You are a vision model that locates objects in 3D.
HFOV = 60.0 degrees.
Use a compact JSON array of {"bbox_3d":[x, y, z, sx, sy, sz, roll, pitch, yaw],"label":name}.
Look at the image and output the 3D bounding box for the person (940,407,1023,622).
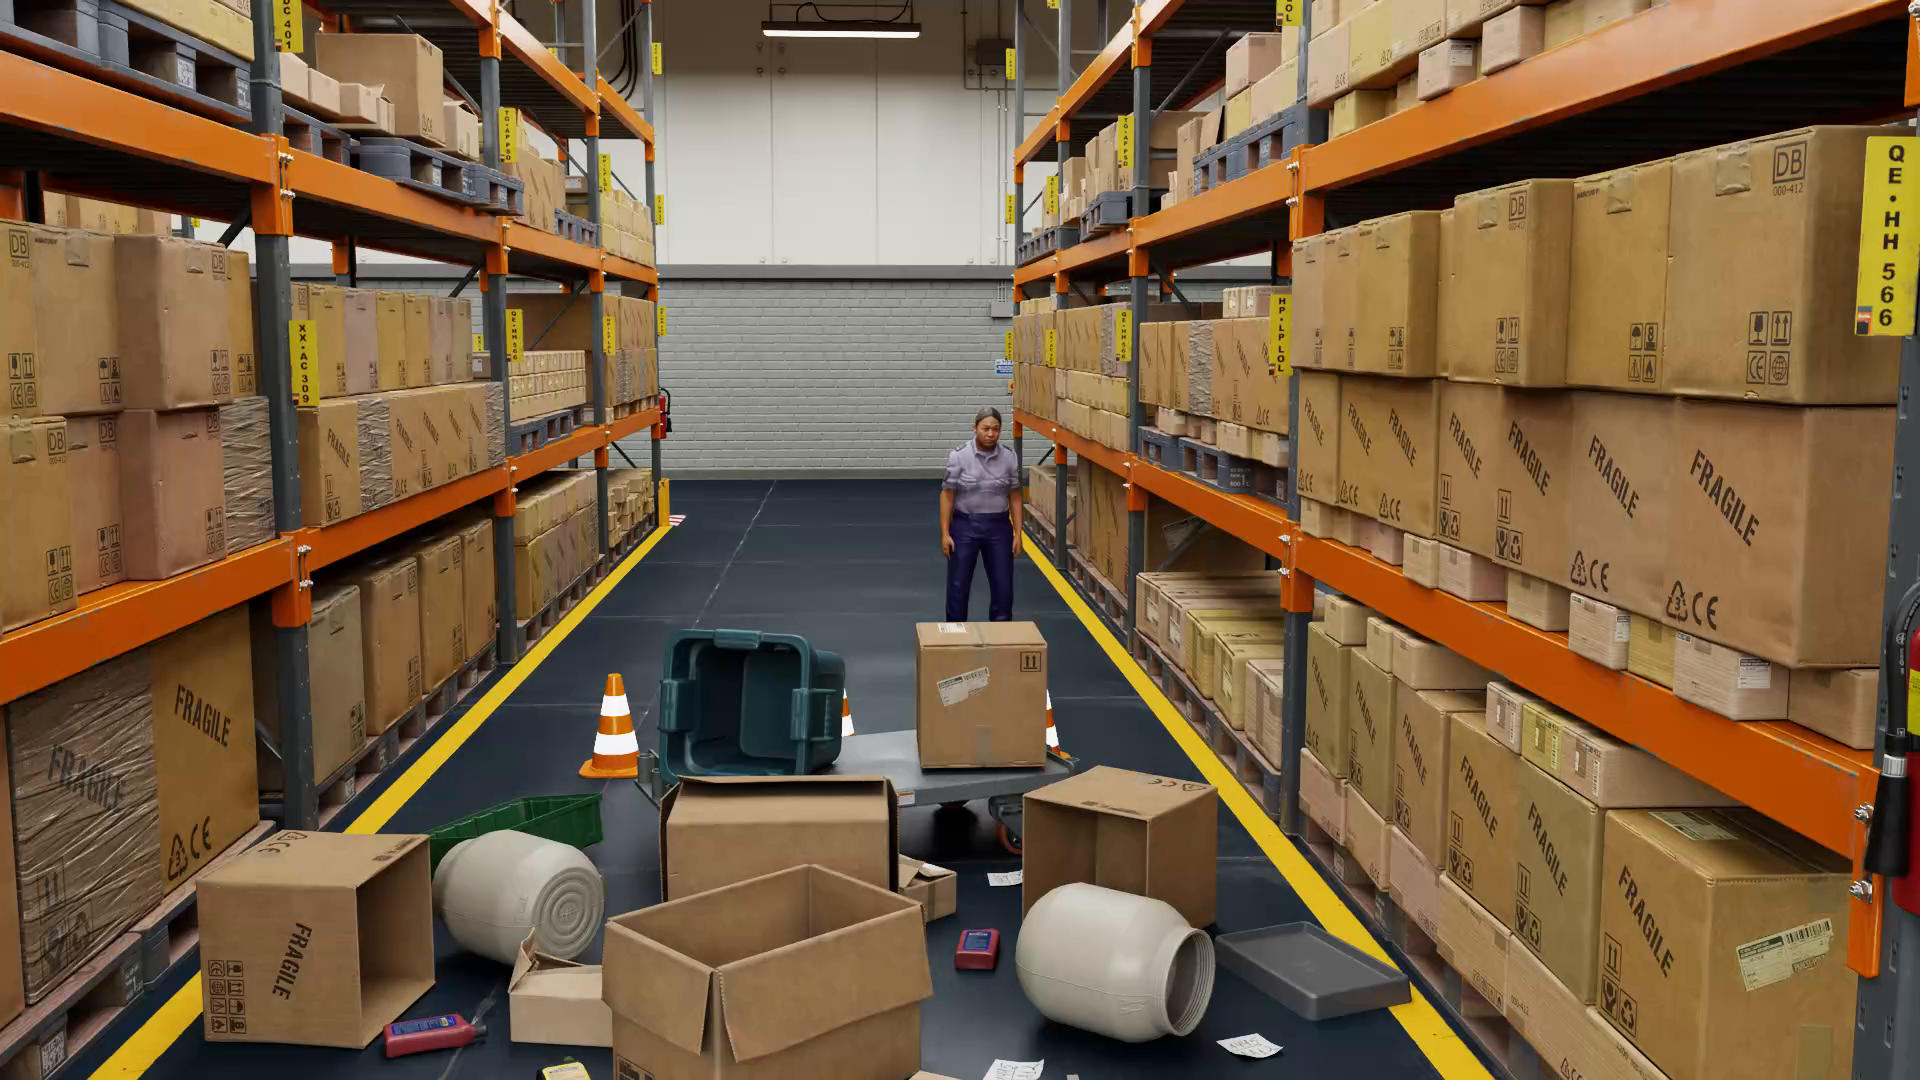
[{"bbox_3d":[0.125,-0.007,10.347,0.550,1.649,0.375,-1,7,-9],"label":"person"}]
